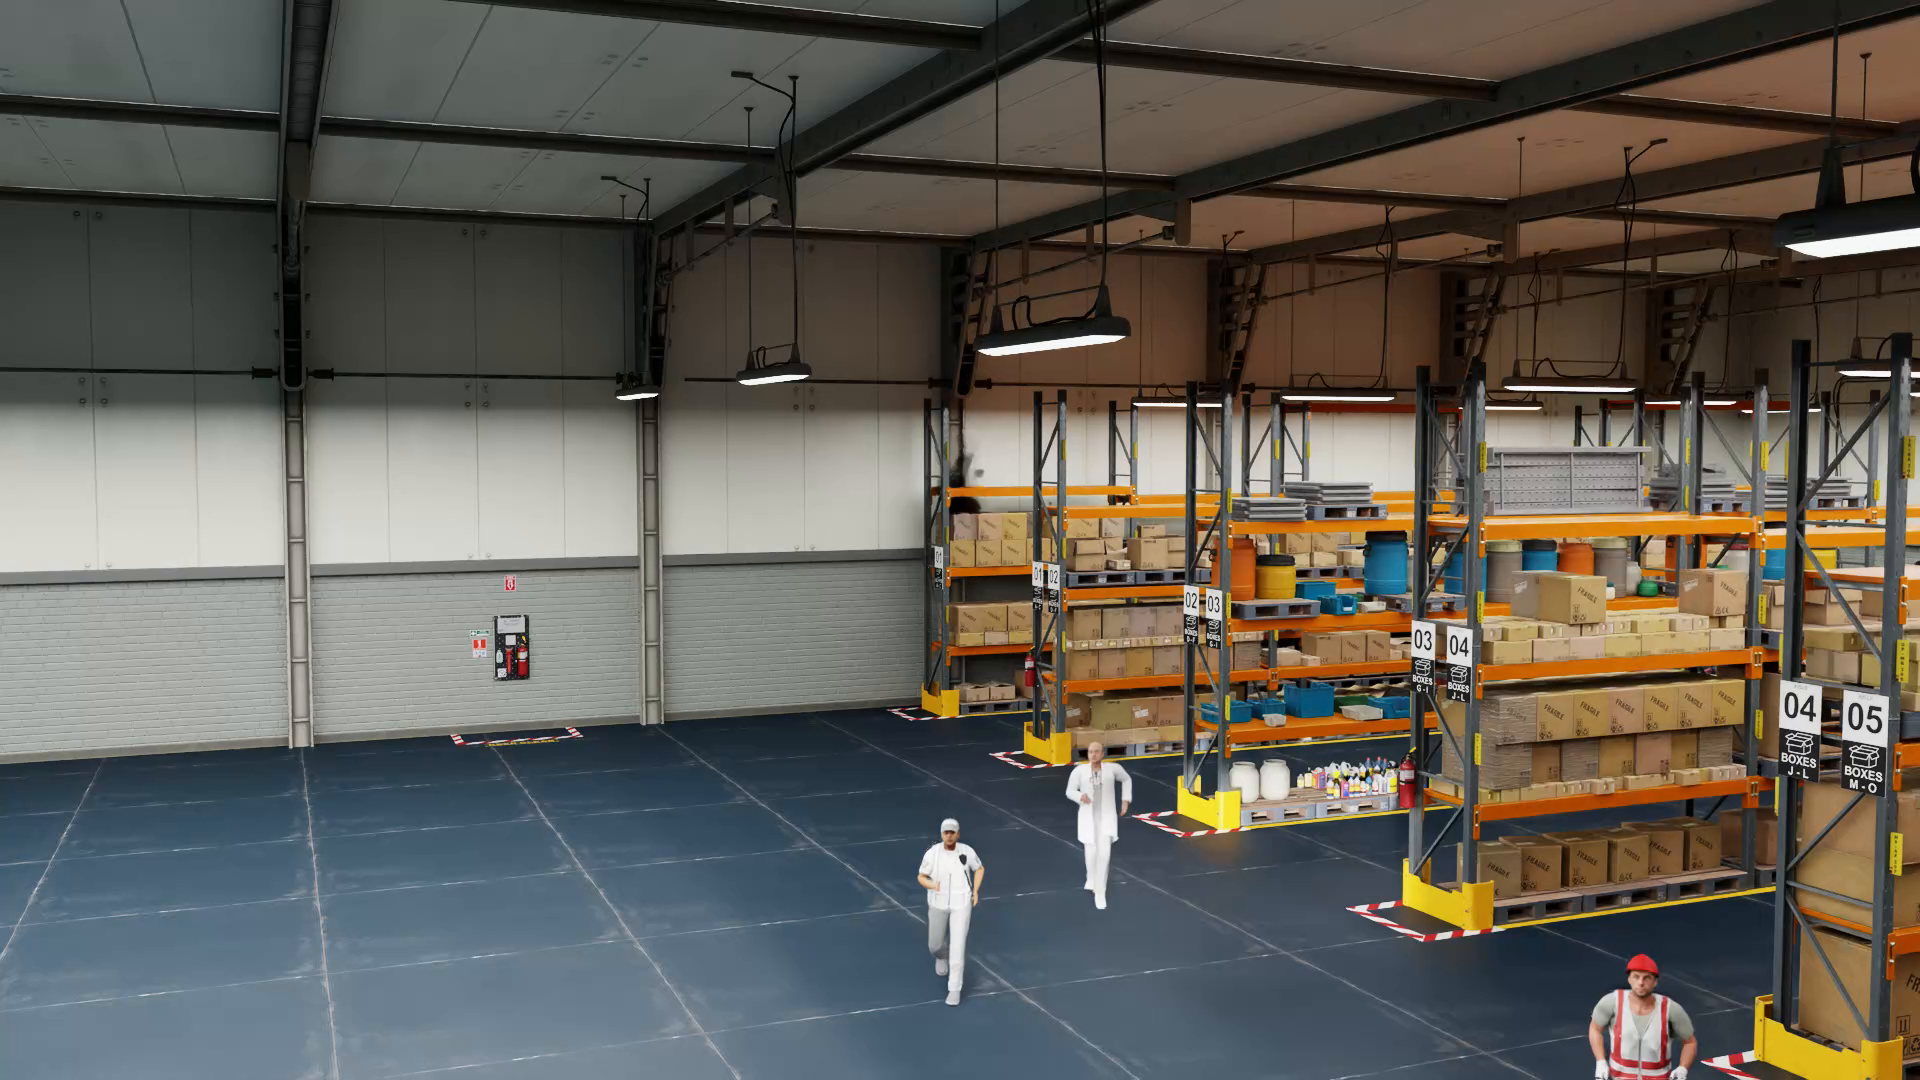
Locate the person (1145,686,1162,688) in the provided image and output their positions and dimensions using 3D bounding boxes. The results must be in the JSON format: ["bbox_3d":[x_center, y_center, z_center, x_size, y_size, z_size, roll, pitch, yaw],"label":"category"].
[{"bbox_3d":[3.581,2.539,29.759,0.754,1.850,0.631,-2,4,-29],"label":"person"}]

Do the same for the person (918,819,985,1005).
[{"bbox_3d":[-0.085,3.421,15.570,0.619,1.638,0.863,0,3,4],"label":"person"}]

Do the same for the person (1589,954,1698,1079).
[{"bbox_3d":[4.580,3.634,11.168,0.678,1.755,0.593,1,4,22],"label":"person"}]

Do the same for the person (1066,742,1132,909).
[{"bbox_3d":[1.565,3.191,18.799,0.726,1.823,0.875,1,3,11],"label":"person"}]
